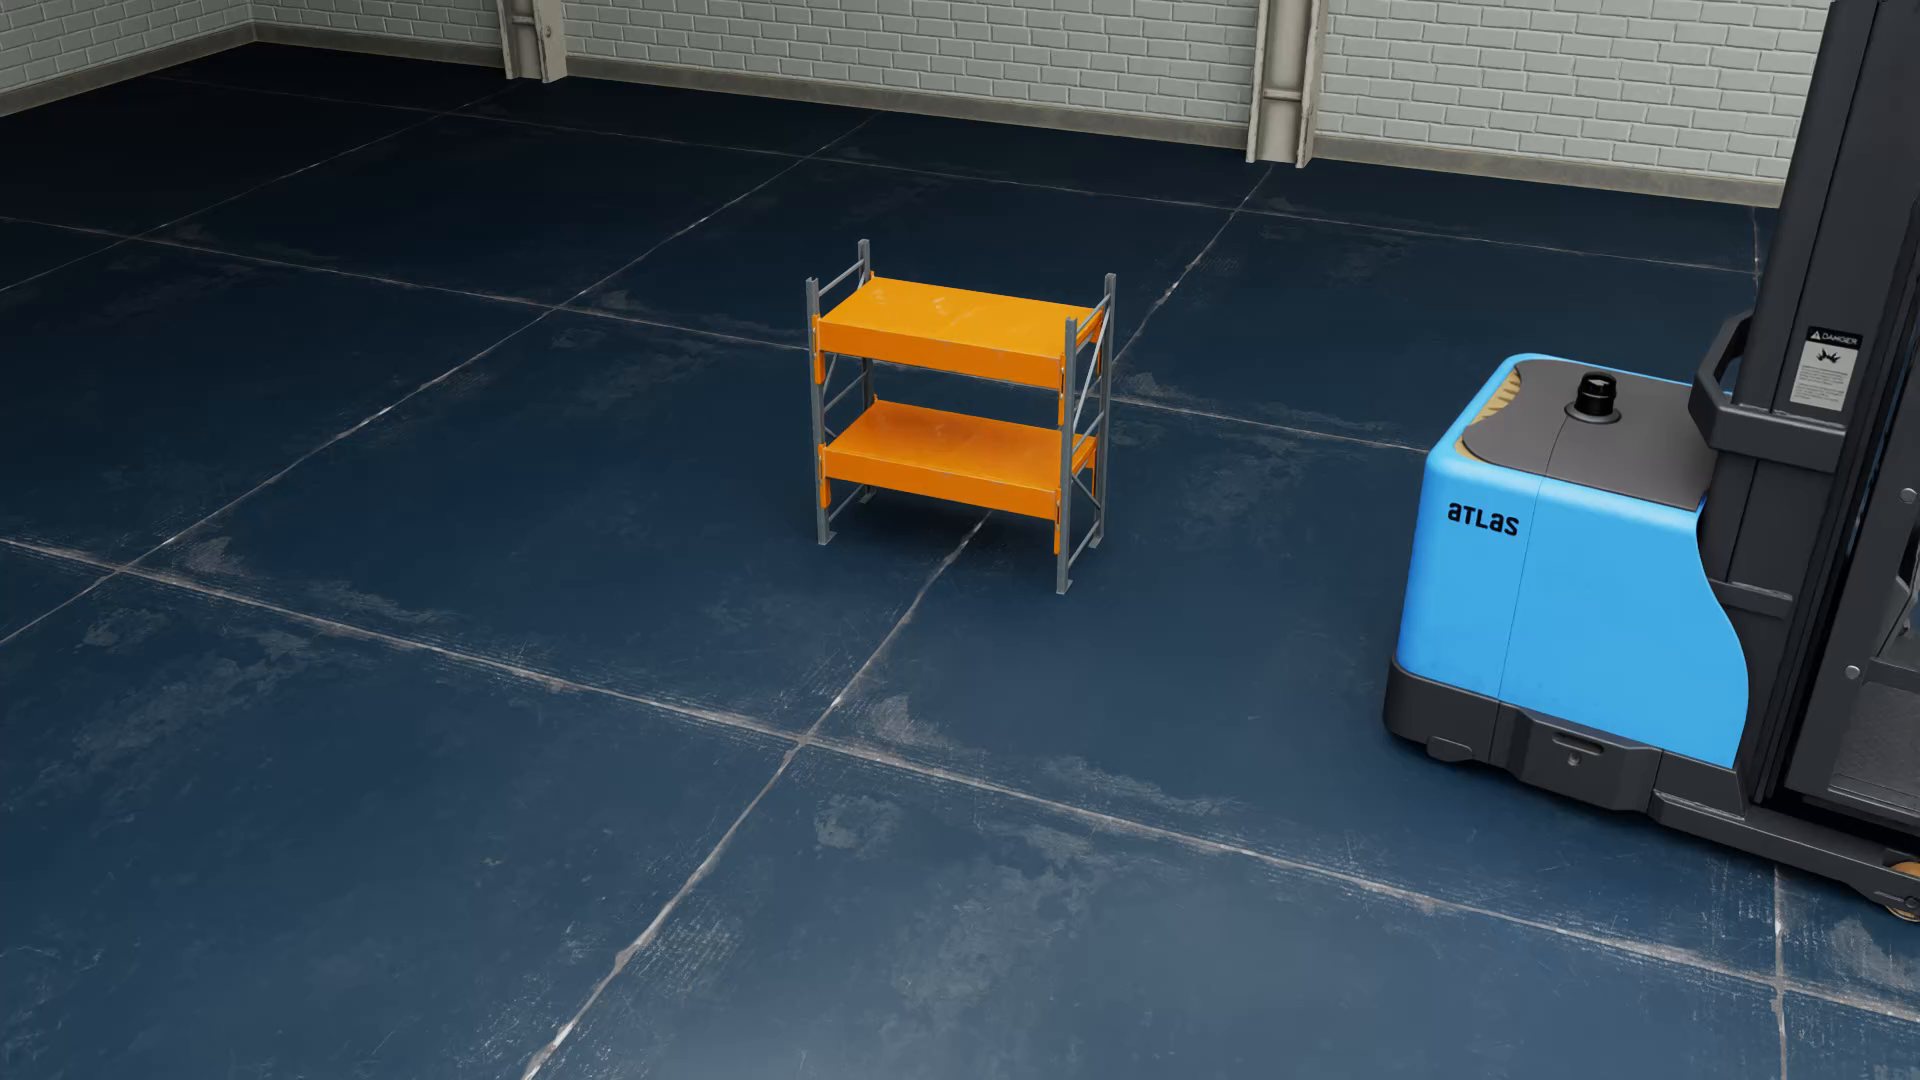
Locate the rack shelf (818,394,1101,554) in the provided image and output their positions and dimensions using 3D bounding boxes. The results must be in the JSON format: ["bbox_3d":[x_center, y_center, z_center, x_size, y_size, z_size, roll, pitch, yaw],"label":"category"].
[{"bbox_3d":[0.006,-0.276,6.591,1.000,0.278,0.538,11,31,19],"label":"rack shelf"}]

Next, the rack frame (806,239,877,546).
[{"bbox_3d":[-0.465,-0.582,6.637,0.032,1.125,0.500,11,31,19],"label":"rack frame"}]

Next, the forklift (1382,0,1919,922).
[{"bbox_3d":[2.935,-0.426,4.525,3.031,2.935,1.130,17,33,27],"label":"forklift"}]

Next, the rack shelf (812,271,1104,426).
[{"bbox_3d":[0.006,-0.743,6.327,1.000,0.278,0.538,11,31,19],"label":"rack shelf"}]

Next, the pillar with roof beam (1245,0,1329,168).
[{"bbox_3d":[0.560,-4.558,5.668,0.400,9.000,9.100,11,31,19],"label":"pillar with roof beam"}]

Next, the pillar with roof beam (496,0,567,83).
[{"bbox_3d":[-5.000,-5.668,7.632,0.400,9.000,9.100,11,31,19],"label":"pillar with roof beam"}]

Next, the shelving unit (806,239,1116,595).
[{"bbox_3d":[0.006,-0.488,6.471,1.048,1.125,0.538,11,31,19],"label":"shelving unit"}]

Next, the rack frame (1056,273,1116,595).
[{"bbox_3d":[0.477,-0.394,6.305,0.032,1.125,0.500,11,31,19],"label":"rack frame"}]
